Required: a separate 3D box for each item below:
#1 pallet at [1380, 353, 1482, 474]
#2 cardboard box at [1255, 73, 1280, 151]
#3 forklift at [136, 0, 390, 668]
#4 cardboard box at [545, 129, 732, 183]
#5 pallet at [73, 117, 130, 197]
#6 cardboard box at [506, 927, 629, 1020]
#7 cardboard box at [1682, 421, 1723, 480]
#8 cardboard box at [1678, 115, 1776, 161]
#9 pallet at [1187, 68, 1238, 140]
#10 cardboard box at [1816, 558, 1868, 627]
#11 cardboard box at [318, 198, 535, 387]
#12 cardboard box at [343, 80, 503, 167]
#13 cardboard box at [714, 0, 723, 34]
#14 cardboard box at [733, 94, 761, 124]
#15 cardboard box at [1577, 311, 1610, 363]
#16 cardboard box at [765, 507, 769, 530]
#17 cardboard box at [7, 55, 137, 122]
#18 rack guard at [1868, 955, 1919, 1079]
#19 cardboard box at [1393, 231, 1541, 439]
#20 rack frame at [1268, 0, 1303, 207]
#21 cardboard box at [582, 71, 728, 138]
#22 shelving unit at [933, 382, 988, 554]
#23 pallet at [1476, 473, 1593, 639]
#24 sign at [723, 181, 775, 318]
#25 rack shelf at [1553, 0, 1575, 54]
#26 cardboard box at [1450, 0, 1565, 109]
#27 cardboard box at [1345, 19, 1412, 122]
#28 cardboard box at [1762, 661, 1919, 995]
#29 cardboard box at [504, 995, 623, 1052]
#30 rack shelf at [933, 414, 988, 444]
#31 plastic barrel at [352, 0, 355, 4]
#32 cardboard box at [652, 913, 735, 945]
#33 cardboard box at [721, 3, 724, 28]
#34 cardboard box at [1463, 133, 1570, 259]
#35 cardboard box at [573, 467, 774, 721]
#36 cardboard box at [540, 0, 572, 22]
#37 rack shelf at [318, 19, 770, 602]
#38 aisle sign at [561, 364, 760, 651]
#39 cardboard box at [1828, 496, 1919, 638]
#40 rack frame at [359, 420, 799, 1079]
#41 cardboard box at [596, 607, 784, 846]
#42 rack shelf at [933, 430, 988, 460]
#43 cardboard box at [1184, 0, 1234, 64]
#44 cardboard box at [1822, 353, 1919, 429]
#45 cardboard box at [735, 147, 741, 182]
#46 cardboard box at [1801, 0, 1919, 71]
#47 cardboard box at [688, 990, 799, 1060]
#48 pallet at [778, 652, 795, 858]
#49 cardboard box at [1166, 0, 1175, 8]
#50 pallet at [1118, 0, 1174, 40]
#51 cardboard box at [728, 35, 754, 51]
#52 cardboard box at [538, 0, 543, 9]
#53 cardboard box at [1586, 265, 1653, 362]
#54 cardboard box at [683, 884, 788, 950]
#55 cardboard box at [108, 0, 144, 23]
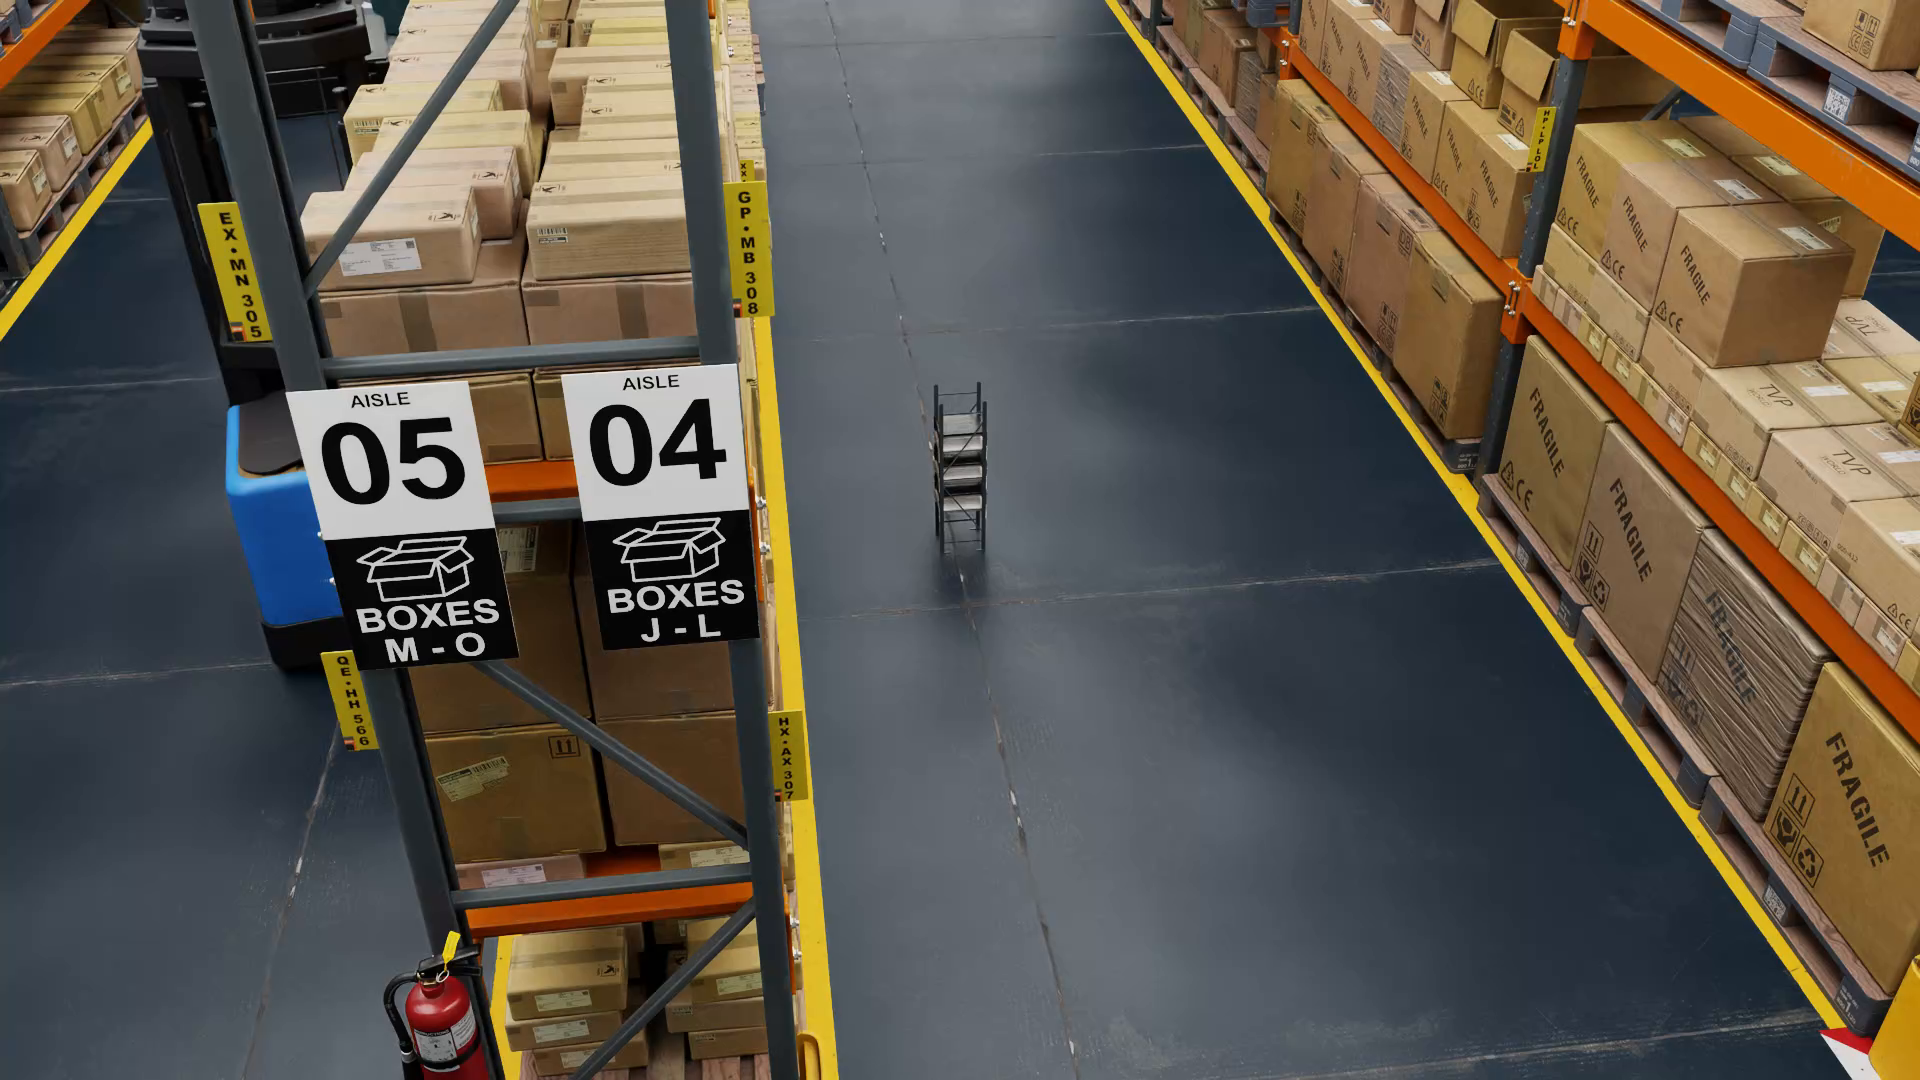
[{"bbox_3d":[3.200,-0.829,9.907,1.003,0.211,1.213,-4,35,-6],"label":"pallet"},{"bbox_3d":[2.730,-3.310,12.901,0.700,0.500,0.500,-6,35,-9],"label":"cardboard box"},{"bbox_3d":[-3.246,-1.434,8.380,1.130,2.935,3.031,-11,36,-16],"label":"forklift"},{"bbox_3d":[-0.885,-0.945,4.627,0.500,0.250,0.500,-5,35,-7],"label":"cardboard box"},{"bbox_3d":[-7.244,-3.001,13.095,1.003,0.211,1.213,-4,35,-6],"label":"pallet"},{"bbox_3d":[-1.335,1.478,5.677,0.380,0.149,0.250,-4,34,-6],"label":"cardboard box"},{"bbox_3d":[3.300,-0.392,7.014,0.380,0.149,0.250,-5,35,-8],"label":"cardboard box"},{"bbox_3d":[3.705,-1.691,7.899,0.500,0.500,0.500,-3,34,-5],"label":"cardboard box"},{"bbox_3d":[2.576,-3.752,14.196,1.003,0.211,1.213,-4,35,-6],"label":"pallet"},{"bbox_3d":[3.440,0.181,6.173,0.380,0.149,0.250,-4,34,-6],"label":"cardboard box"},{"bbox_3d":[-1.326,-0.627,4.160,0.500,0.250,0.500,-5,35,-8],"label":"cardboard box"},{"bbox_3d":[-1.462,-1.144,4.566,0.380,0.149,0.250,-4,34,-6],"label":"cardboard box"},{"bbox_3d":[-0.983,-1.772,5.488,0.380,0.149,0.250,-5,35,-7],"label":"cardboard box"},{"bbox_3d":[-1.254,-2.245,8.831,0.380,0.149,0.250,-5,35,-7],"label":"cardboard box"},{"bbox_3d":[3.160,-0.969,7.859,0.380,0.149,0.250,-3,34,-5],"label":"cardboard box"},{"bbox_3d":[-1.160,-0.039,8.432,0.380,0.149,0.250,-4,34,-6],"label":"cardboard box"},{"bbox_3d":[-7.345,-3.664,13.552,0.950,0.372,0.625,-2,34,-3],"label":"cardboard box"},{"bbox_3d":[3.919,1.722,5.908,1.175,0.500,0.348,-4,35,-6],"label":"rack guard"},{"bbox_3d":[3.272,-1.207,9.501,1.225,0.875,0.875,-4,35,-6],"label":"cardboard box"},{"bbox_3d":[2.840,-3.788,11.774,1.000,3.000,0.127,-4,35,-6],"label":"rack frame"},{"bbox_3d":[-0.843,-1.188,4.630,0.380,0.149,0.250,-4,34,-6],"label":"cardboard box"},{"bbox_3d":[0.001,-0.367,8.619,0.258,0.900,0.210,-4,35,-6],"label":"shelving unit"},{"bbox_3d":[3.403,0.026,8.653,1.003,0.211,1.213,-4,35,-6],"label":"pallet"},{"bbox_3d":[-0.475,-0.647,3.724,0.100,0.325,0.005,-4,35,-6],"label":"sign"},{"bbox_3d":[3.109,-3.615,9.494,1.077,0.370,4.000,-4,35,-6],"label":"rack shelf"},{"bbox_3d":[3.203,-2.752,9.273,0.797,0.503,0.637,-4,34,-6],"label":"cardboard box"},{"bbox_3d":[2.780,-2.965,10.477,0.500,0.500,0.500,-5,35,-7],"label":"cardboard box"},{"bbox_3d":[3.751,1.029,6.219,0.875,0.875,0.875,-4,35,-6],"label":"cardboard box"},{"bbox_3d":[-1.366,1.604,5.756,0.380,0.149,0.250,-5,35,-8],"label":"cardboard box"},{"bbox_3d":[0.001,-0.563,8.485,0.258,0.077,0.200,-4,35,-6],"label":"rack shelf"},{"bbox_3d":[-6.278,-5.400,16.426,0.512,0.421,0.421,20,39,26],"label":"plastic barrel"},{"bbox_3d":[-0.902,1.291,5.951,0.380,0.149,0.250,-4,34,-6],"label":"cardboard box"},{"bbox_3d":[-1.161,-1.882,6.446,0.500,0.250,0.500,-4,35,-7],"label":"cardboard box"},{"bbox_3d":[3.045,-1.838,8.823,0.500,0.500,0.500,-4,35,-6],"label":"cardboard box"},{"bbox_3d":[-0.810,0.147,4.758,0.500,0.500,0.500,-5,35,-7],"label":"cardboard box"},{"bbox_3d":[-1.607,-1.774,5.844,0.500,0.250,0.500,-4,34,-6],"label":"cardboard box"},{"bbox_3d":[-1.281,-1.063,5.750,1.077,0.370,4.000,-4,35,-6],"label":"rack shelf"},{"bbox_3d":[-0.705,-0.061,3.996,0.394,0.787,0.004,-4,35,-6],"label":"aisle sign"},{"bbox_3d":[3.520,0.081,5.965,0.500,0.250,0.500,-5,35,-7],"label":"cardboard box"},{"bbox_3d":[-1.012,0.995,4.755,1.000,3.000,0.127,-4,35,-6],"label":"rack frame"},{"bbox_3d":[-0.799,0.559,5.041,0.500,0.500,0.500,-3,34,-4],"label":"cardboard box"},{"bbox_3d":[0.001,-0.489,8.536,0.258,0.077,0.200,-4,35,-6],"label":"rack shelf"},{"bbox_3d":[2.409,-4.558,14.732,0.700,0.500,0.500,-5,35,-7],"label":"cardboard box"},{"bbox_3d":[3.903,-0.534,6.868,0.500,0.250,0.500,-5,35,-7],"label":"cardboard box"},{"bbox_3d":[-1.144,-1.285,6.859,0.500,0.500,0.500,-5,35,-8],"label":"cardboard box"},{"bbox_3d":[3.541,-2.017,5.961,0.700,0.500,0.500,-3,34,-4],"label":"cardboard box"},{"bbox_3d":[-0.766,1.683,5.904,0.380,0.149,0.250,-4,34,-5],"label":"cardboard box"},{"bbox_3d":[-1.258,0.970,7.268,1.003,0.211,1.213,-4,35,-6],"label":"pallet"},{"bbox_3d":[2.288,-5.387,15.967,0.500,0.500,0.500,-5,35,-8],"label":"cardboard box"},{"bbox_3d":[2.177,-5.240,16.381,1.003,0.211,1.213,-4,35,-6],"label":"pallet"},{"bbox_3d":[-1.396,-2.824,9.681,0.380,0.149,0.250,-3,34,-4],"label":"cardboard box"},{"bbox_3d":[-1.622,-1.868,5.628,0.380,0.149,0.250,-3,34,-4],"label":"cardboard box"},{"bbox_3d":[3.244,-1.057,7.636,0.500,0.250,0.500,-5,35,-7],"label":"cardboard box"},{"bbox_3d":[-0.809,1.408,6.044,0.380,0.149,0.250,-5,35,-7],"label":"cardboard box"},{"bbox_3d":[-7.329,-4.967,14.906,0.500,0.500,0.500,-3,34,-4],"label":"cardboard box"}]
